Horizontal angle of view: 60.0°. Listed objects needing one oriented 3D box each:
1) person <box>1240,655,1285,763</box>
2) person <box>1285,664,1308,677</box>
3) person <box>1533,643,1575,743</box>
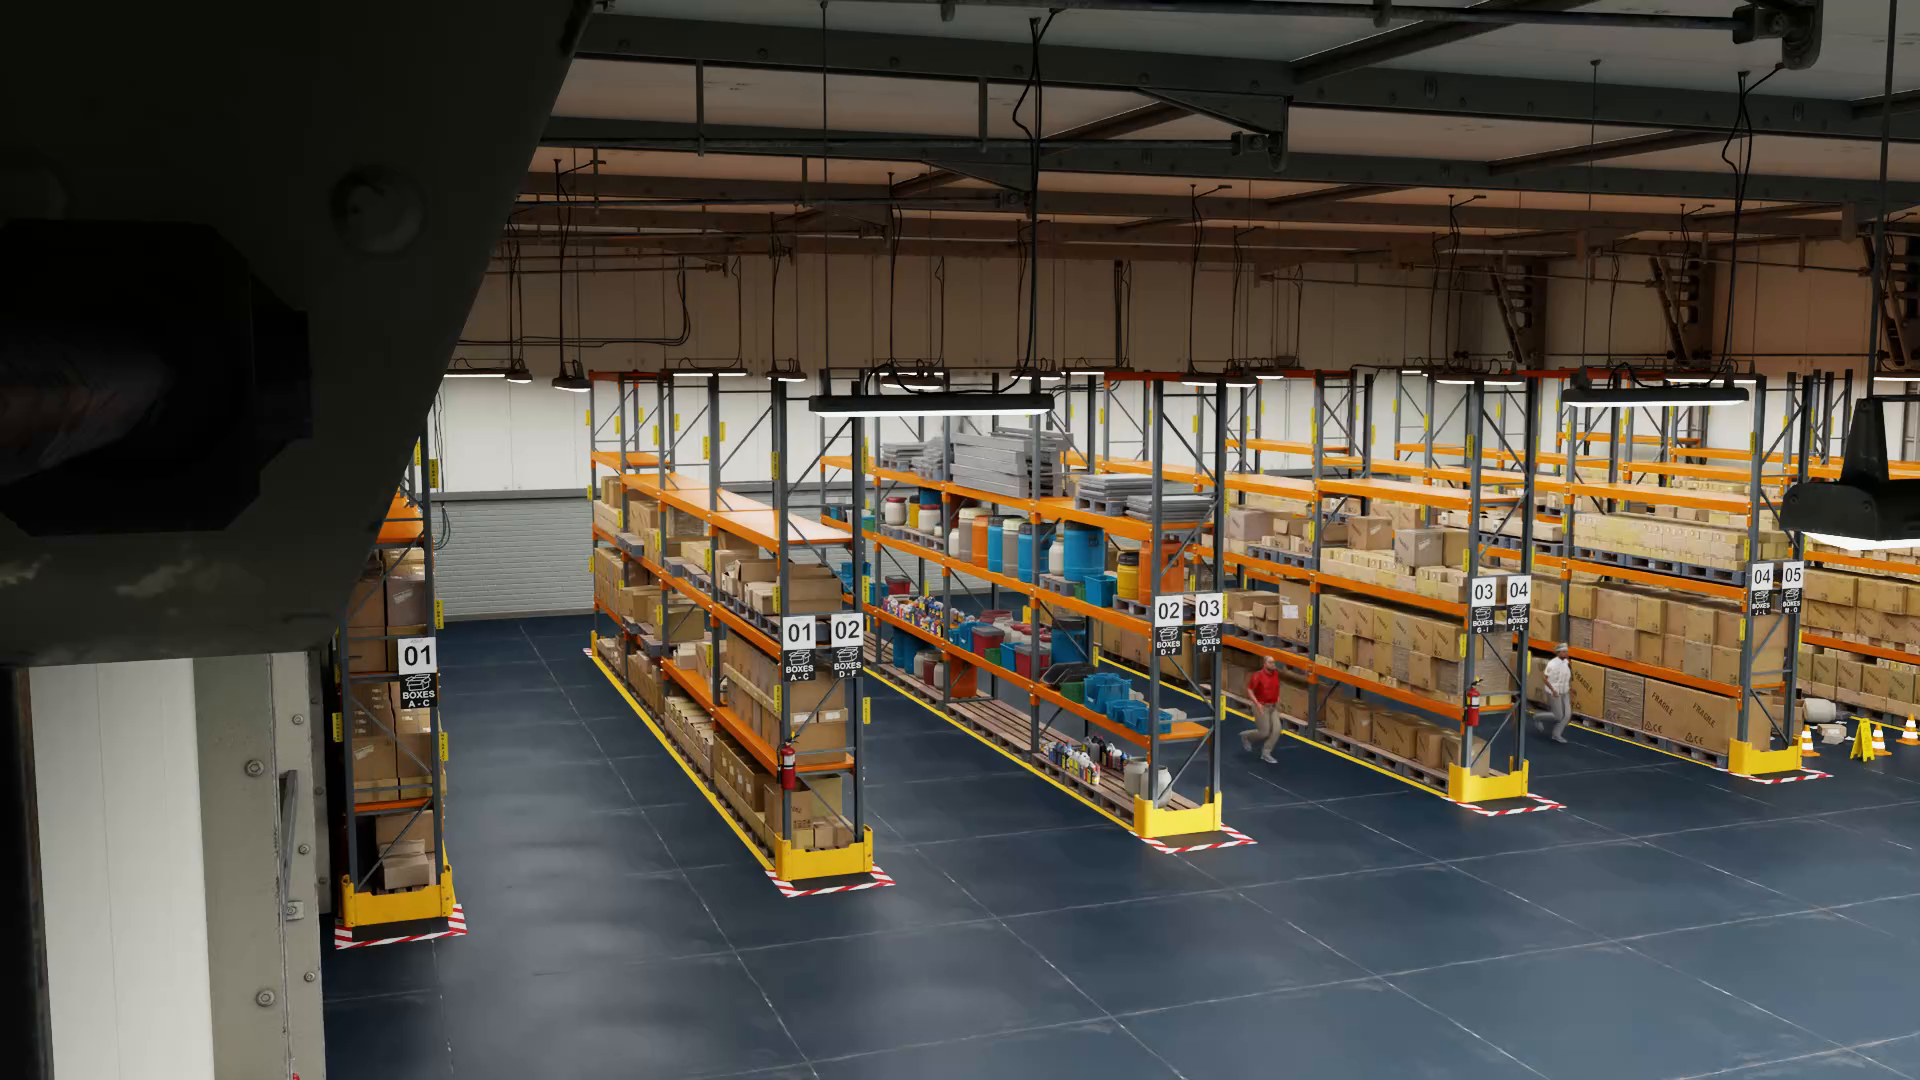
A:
[{"bbox_3d":[4.724,2.613,25.955,0.650,1.680,0.652,-4,8,-32],"label":"person"},{"bbox_3d":[6.551,1.898,32.066,0.571,1.657,0.968,-3,7,-27],"label":"person"},{"bbox_3d":[9.769,2.477,27.331,0.558,1.649,0.592,-4,7,-30],"label":"person"}]
